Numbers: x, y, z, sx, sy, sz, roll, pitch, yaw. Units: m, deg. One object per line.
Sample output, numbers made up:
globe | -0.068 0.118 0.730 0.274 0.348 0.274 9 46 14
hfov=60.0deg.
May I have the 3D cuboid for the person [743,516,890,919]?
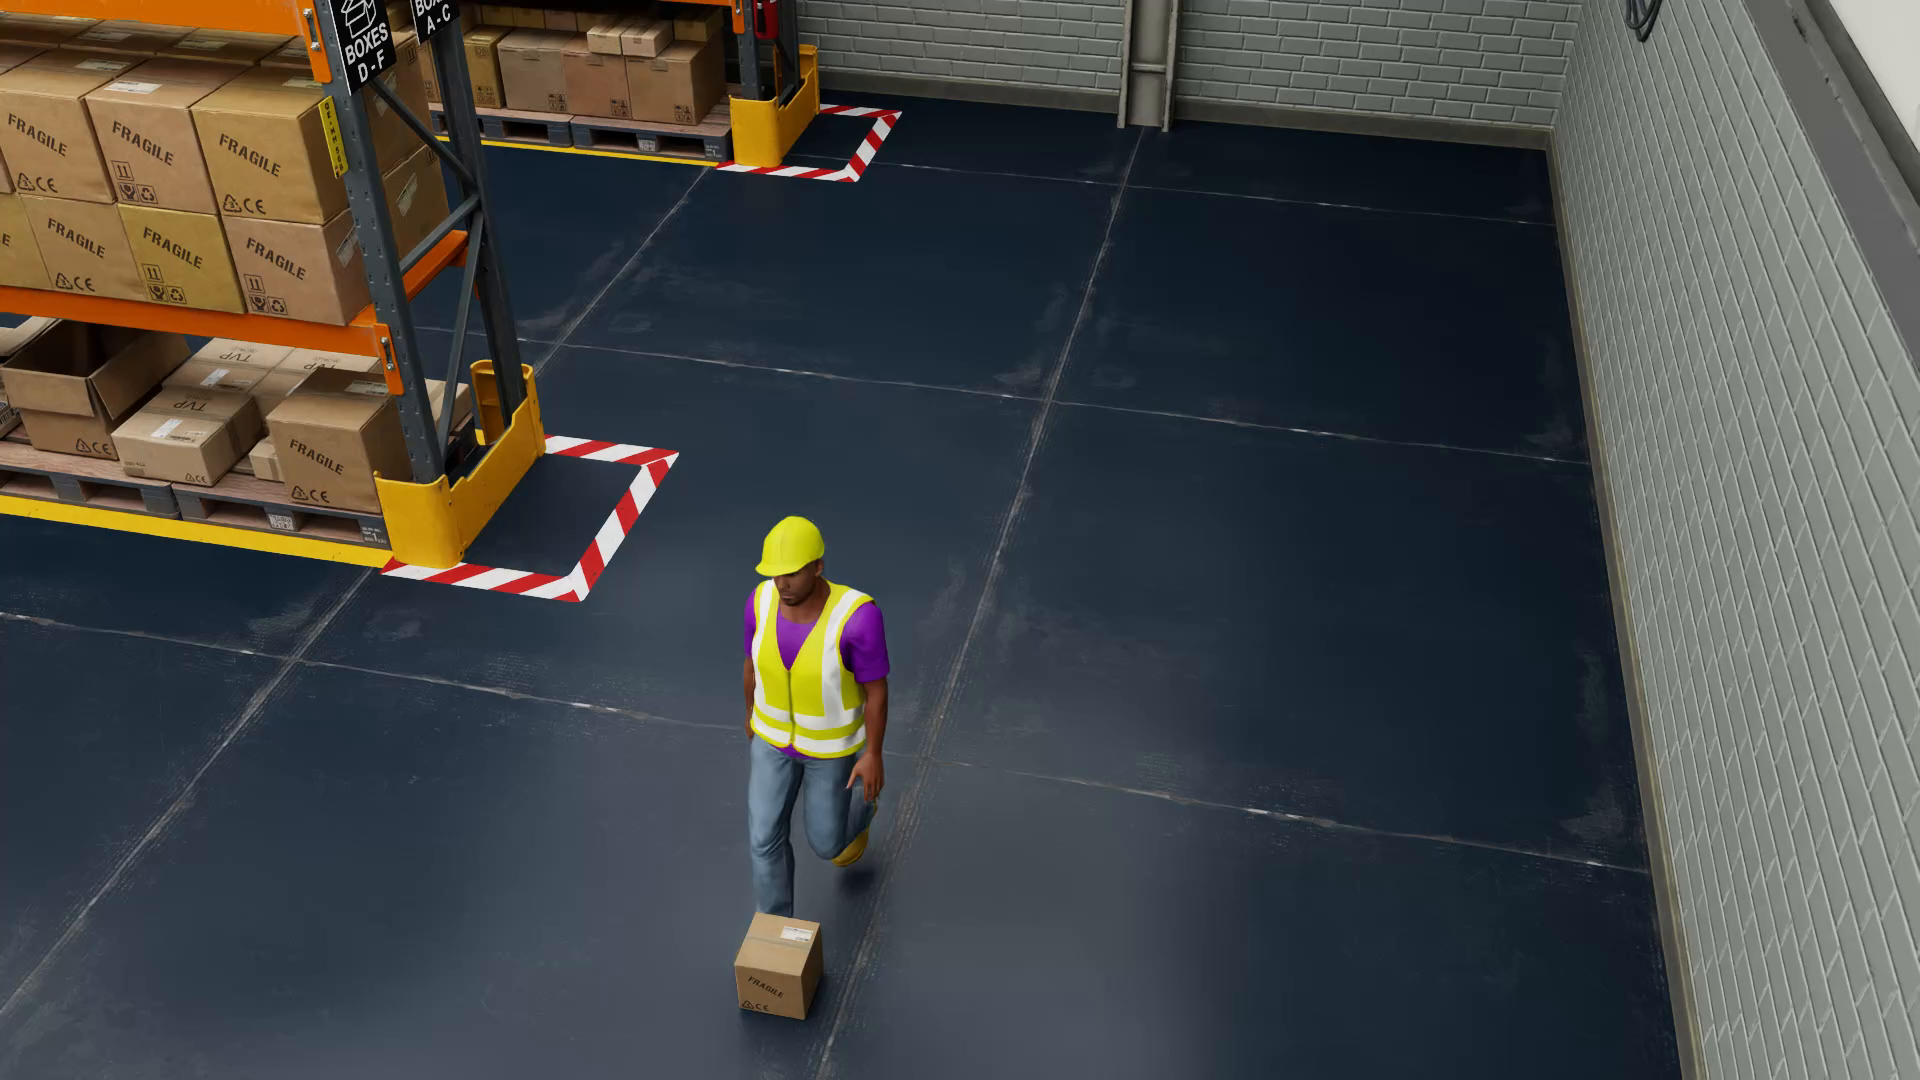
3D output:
person | -0.585 0.755 5.978 0.636 1.695 0.882 12 38 16
